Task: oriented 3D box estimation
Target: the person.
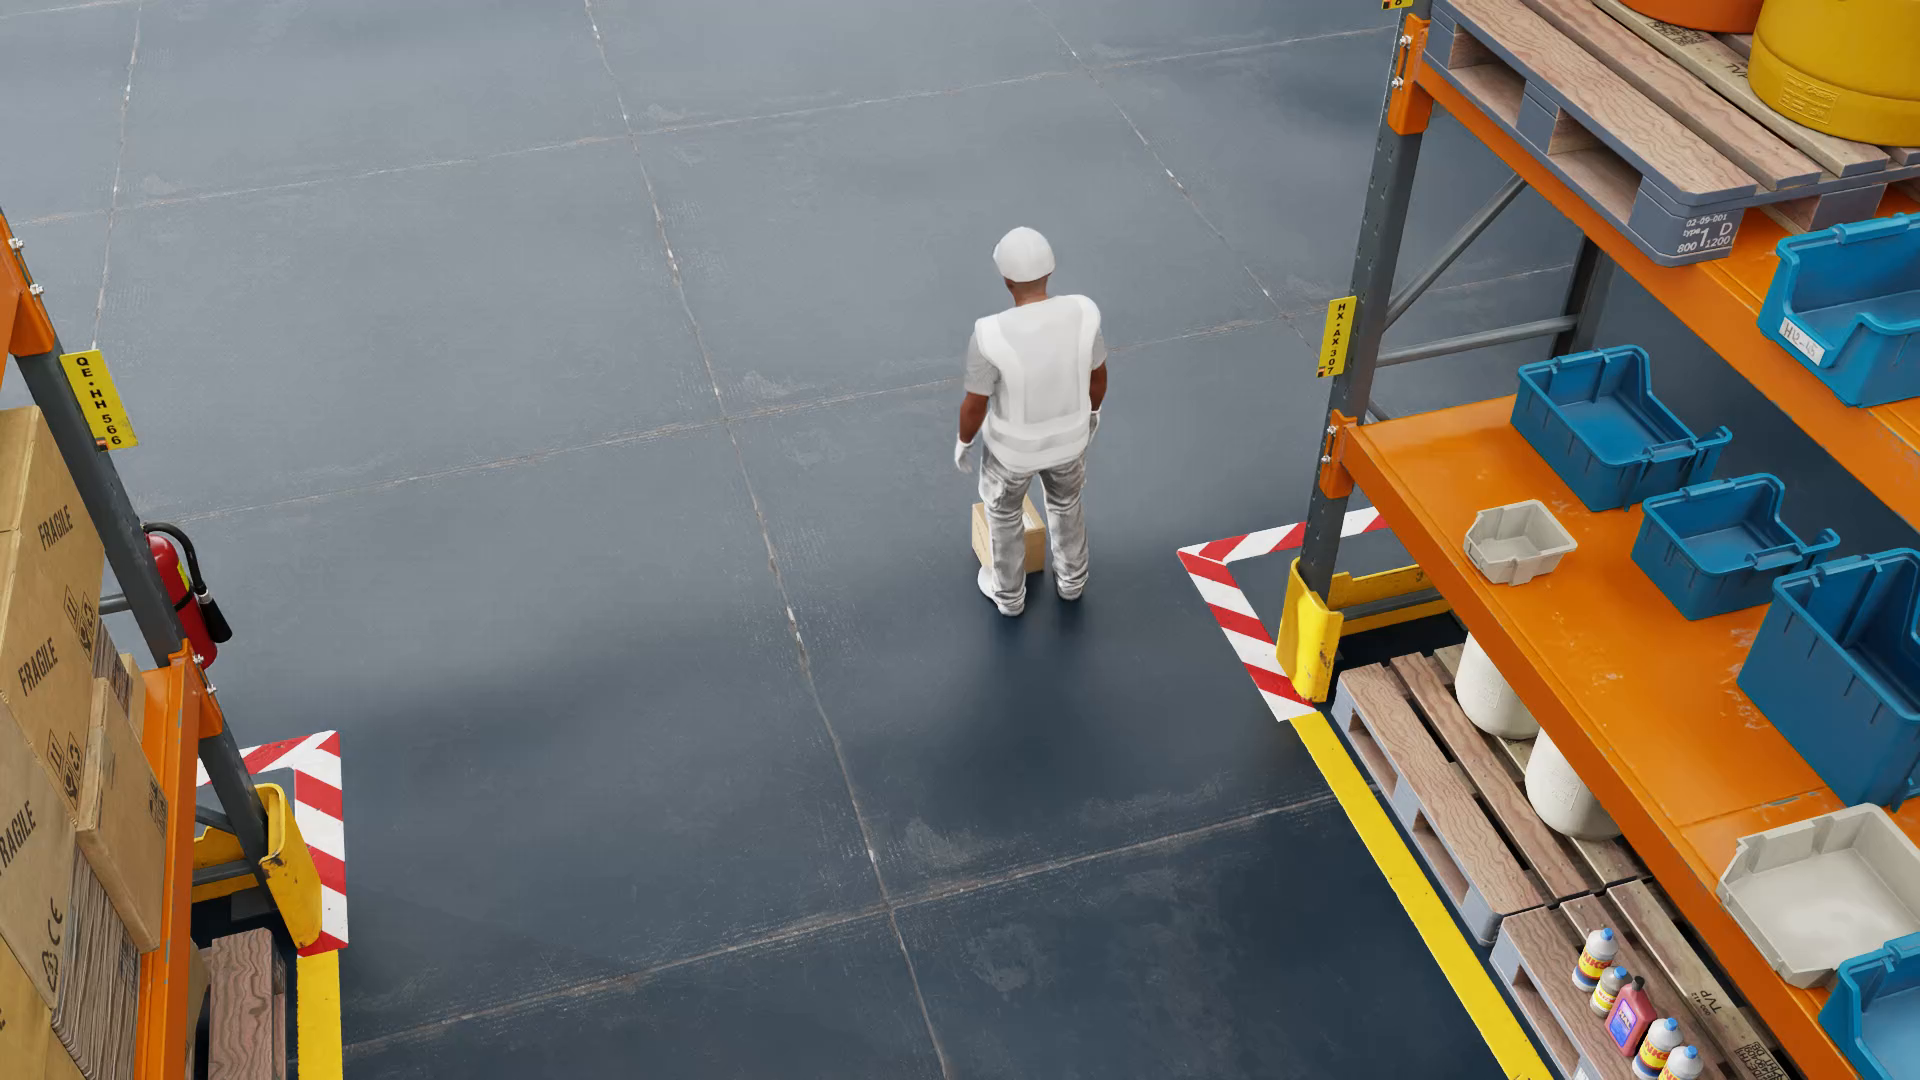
[{"bbox_3d":[0.282,-0.433,6.634,0.631,1.776,0.443,-14,44,-15],"label":"person"}]
